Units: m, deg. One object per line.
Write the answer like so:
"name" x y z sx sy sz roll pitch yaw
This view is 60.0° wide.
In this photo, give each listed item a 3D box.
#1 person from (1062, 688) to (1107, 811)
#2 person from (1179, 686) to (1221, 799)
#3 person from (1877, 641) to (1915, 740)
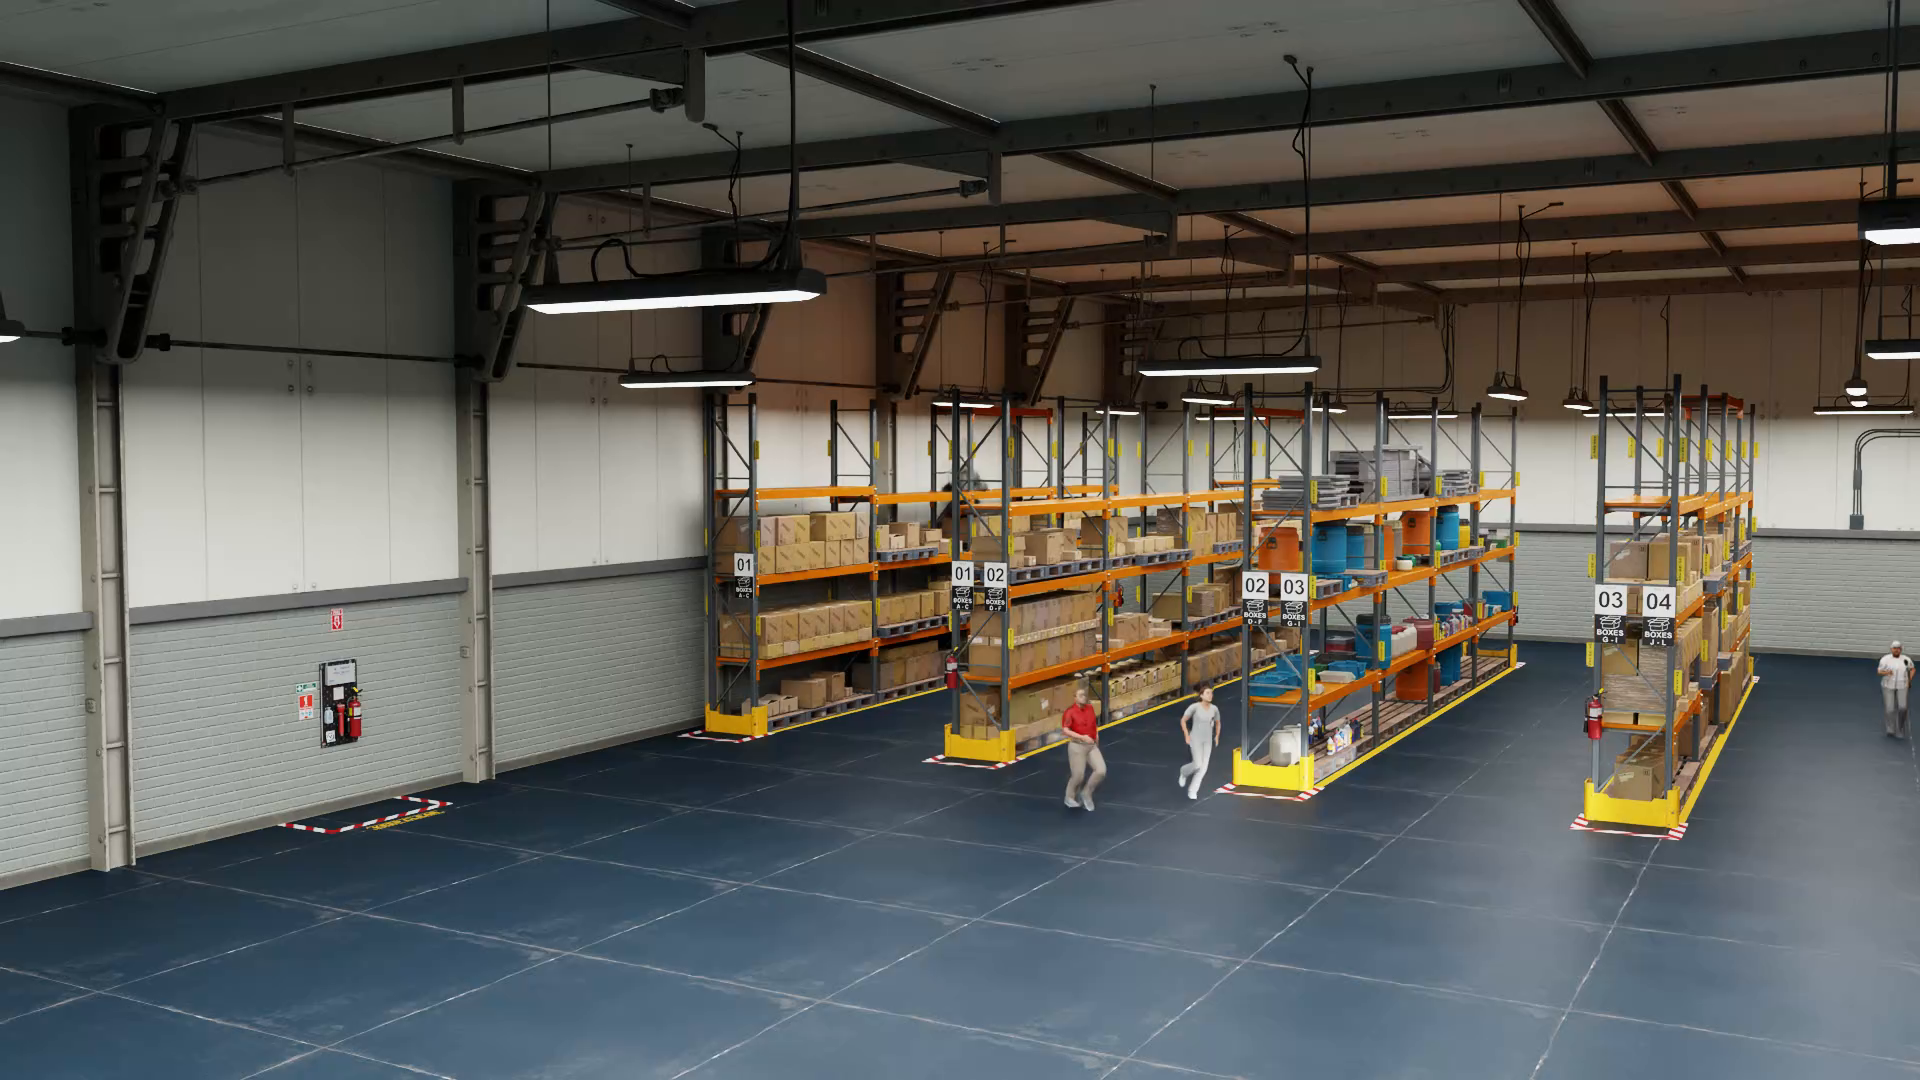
"person" 1.723 2.918 23.100 0.673 1.728 0.694 -2 4 -33
"person" 3.509 2.901 24.029 0.595 1.596 0.569 -1 3 -15
"person" 16.284 2.619 28.932 0.582 1.714 0.680 2 3 28
